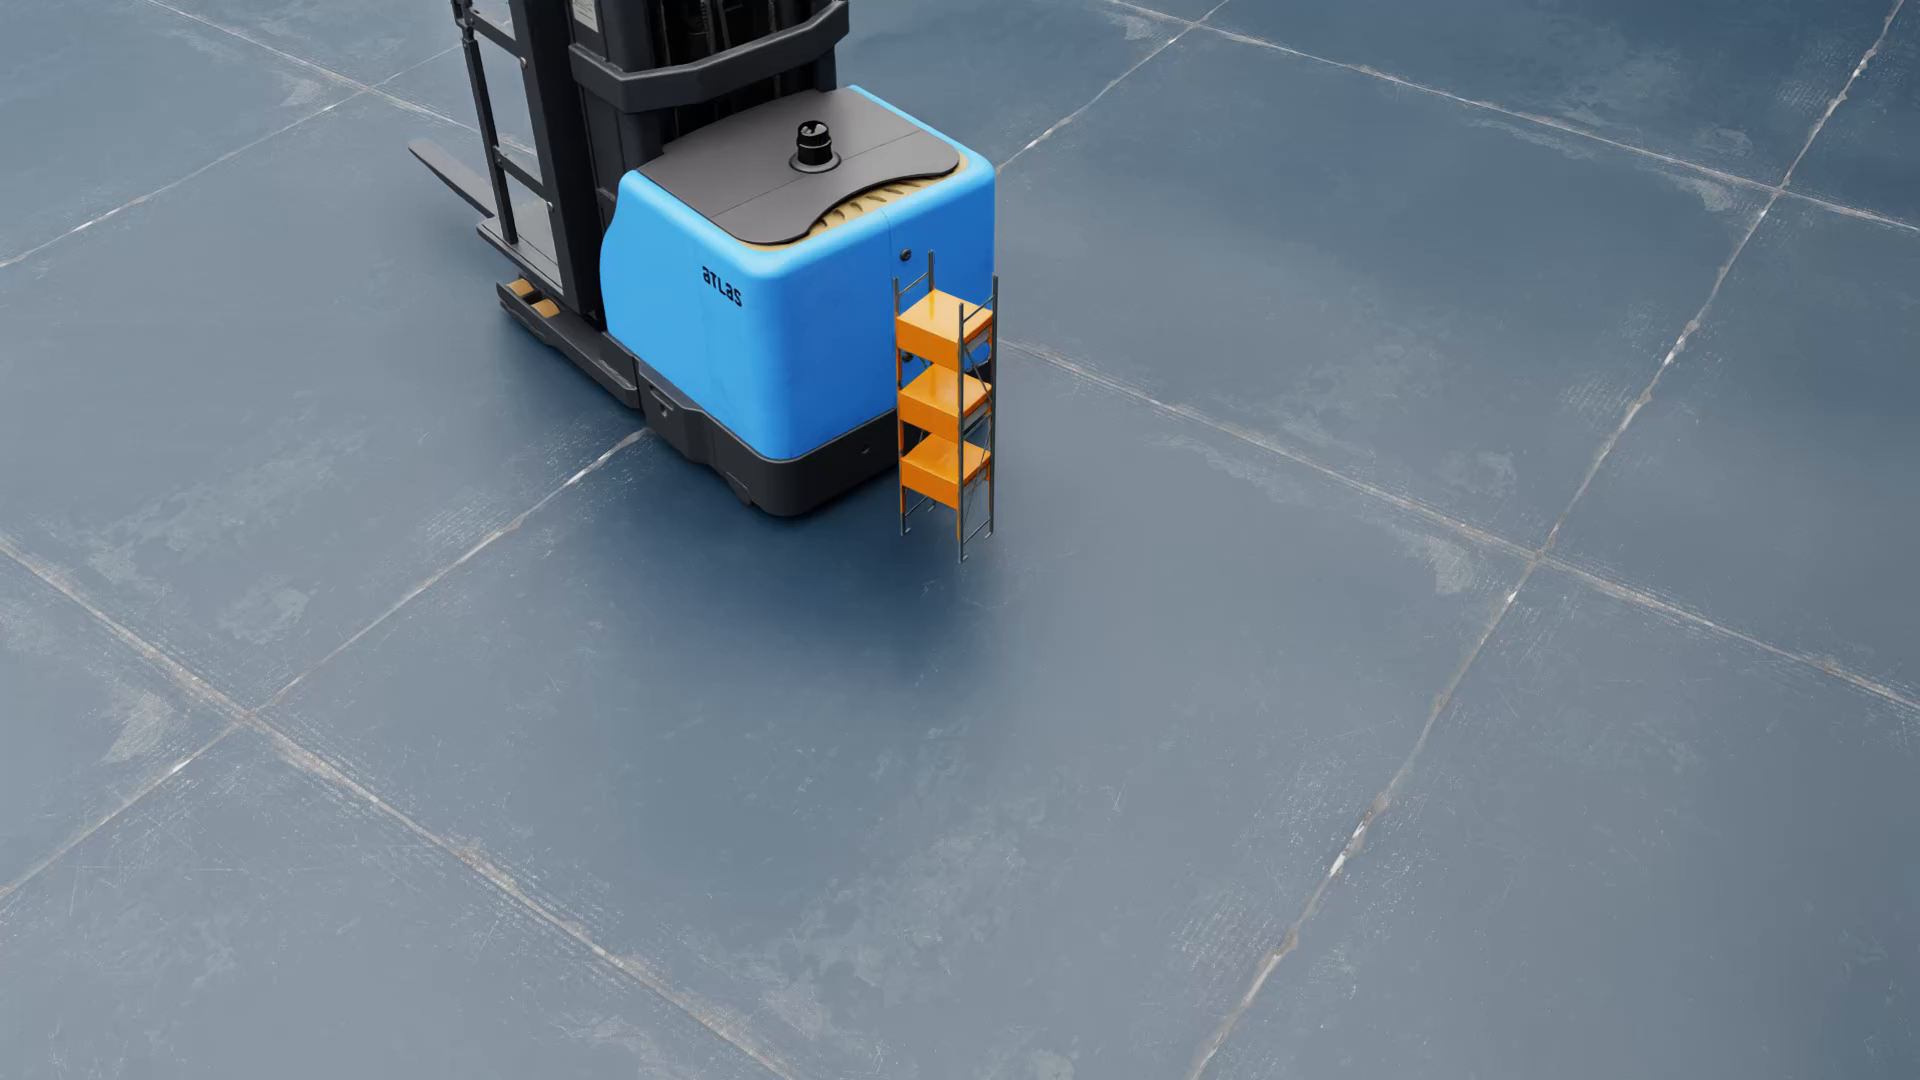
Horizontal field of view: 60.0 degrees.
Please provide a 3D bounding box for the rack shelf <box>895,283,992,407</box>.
[{"bbox_3d":[-0.044,-0.615,5.241,0.240,0.259,0.215,25,48,25],"label":"rack shelf"}]

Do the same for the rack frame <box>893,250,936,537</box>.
[{"bbox_3d":[-0.144,-0.458,5.475,0.008,1.050,0.200,25,48,25],"label":"rack frame"}]

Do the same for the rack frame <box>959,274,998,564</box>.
[{"bbox_3d":[0.056,-0.365,5.371,0.008,1.050,0.200,25,48,25],"label":"rack frame"}]

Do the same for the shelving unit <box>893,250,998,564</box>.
[{"bbox_3d":[-0.044,-0.412,5.423,0.252,1.050,0.215,25,48,25],"label":"shelving unit"}]

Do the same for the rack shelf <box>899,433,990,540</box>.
[{"bbox_3d":[-0.044,-0.197,5.615,0.240,0.259,0.215,25,48,25],"label":"rack shelf"}]

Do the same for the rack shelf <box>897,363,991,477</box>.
[{"bbox_3d":[-0.044,-0.404,5.430,0.240,0.259,0.215,25,48,25],"label":"rack shelf"}]

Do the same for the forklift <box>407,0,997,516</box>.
[{"bbox_3d":[-1.212,-2.080,5.877,1.130,2.935,3.031,-30,50,-29],"label":"forklift"}]
